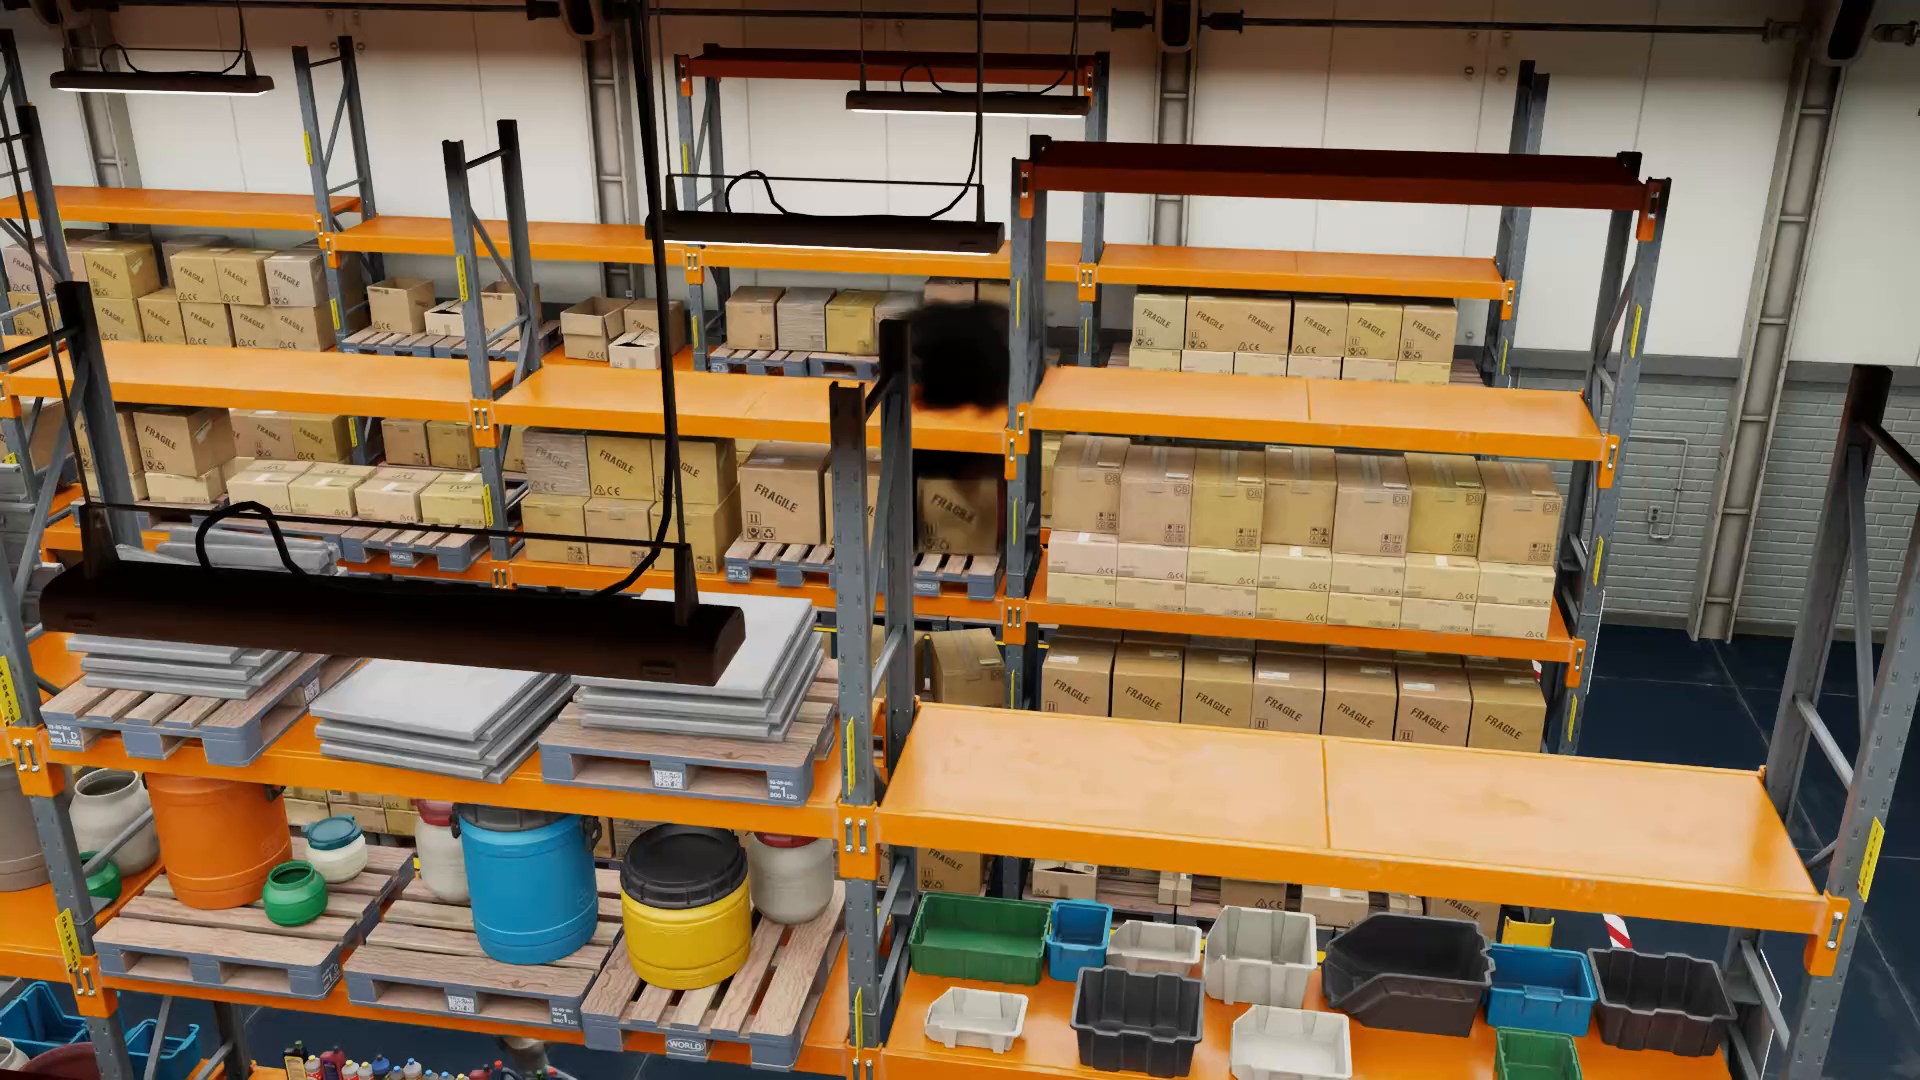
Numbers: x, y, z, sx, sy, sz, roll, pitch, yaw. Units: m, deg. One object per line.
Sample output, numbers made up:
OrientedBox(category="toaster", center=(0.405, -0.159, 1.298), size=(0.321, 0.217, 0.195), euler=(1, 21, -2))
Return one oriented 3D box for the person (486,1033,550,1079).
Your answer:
OrientedBox(category="person", center=(-2.804, 3.162, 10.824), size=(0.645, 1.714, 0.783), euler=(19, 30, 38))
